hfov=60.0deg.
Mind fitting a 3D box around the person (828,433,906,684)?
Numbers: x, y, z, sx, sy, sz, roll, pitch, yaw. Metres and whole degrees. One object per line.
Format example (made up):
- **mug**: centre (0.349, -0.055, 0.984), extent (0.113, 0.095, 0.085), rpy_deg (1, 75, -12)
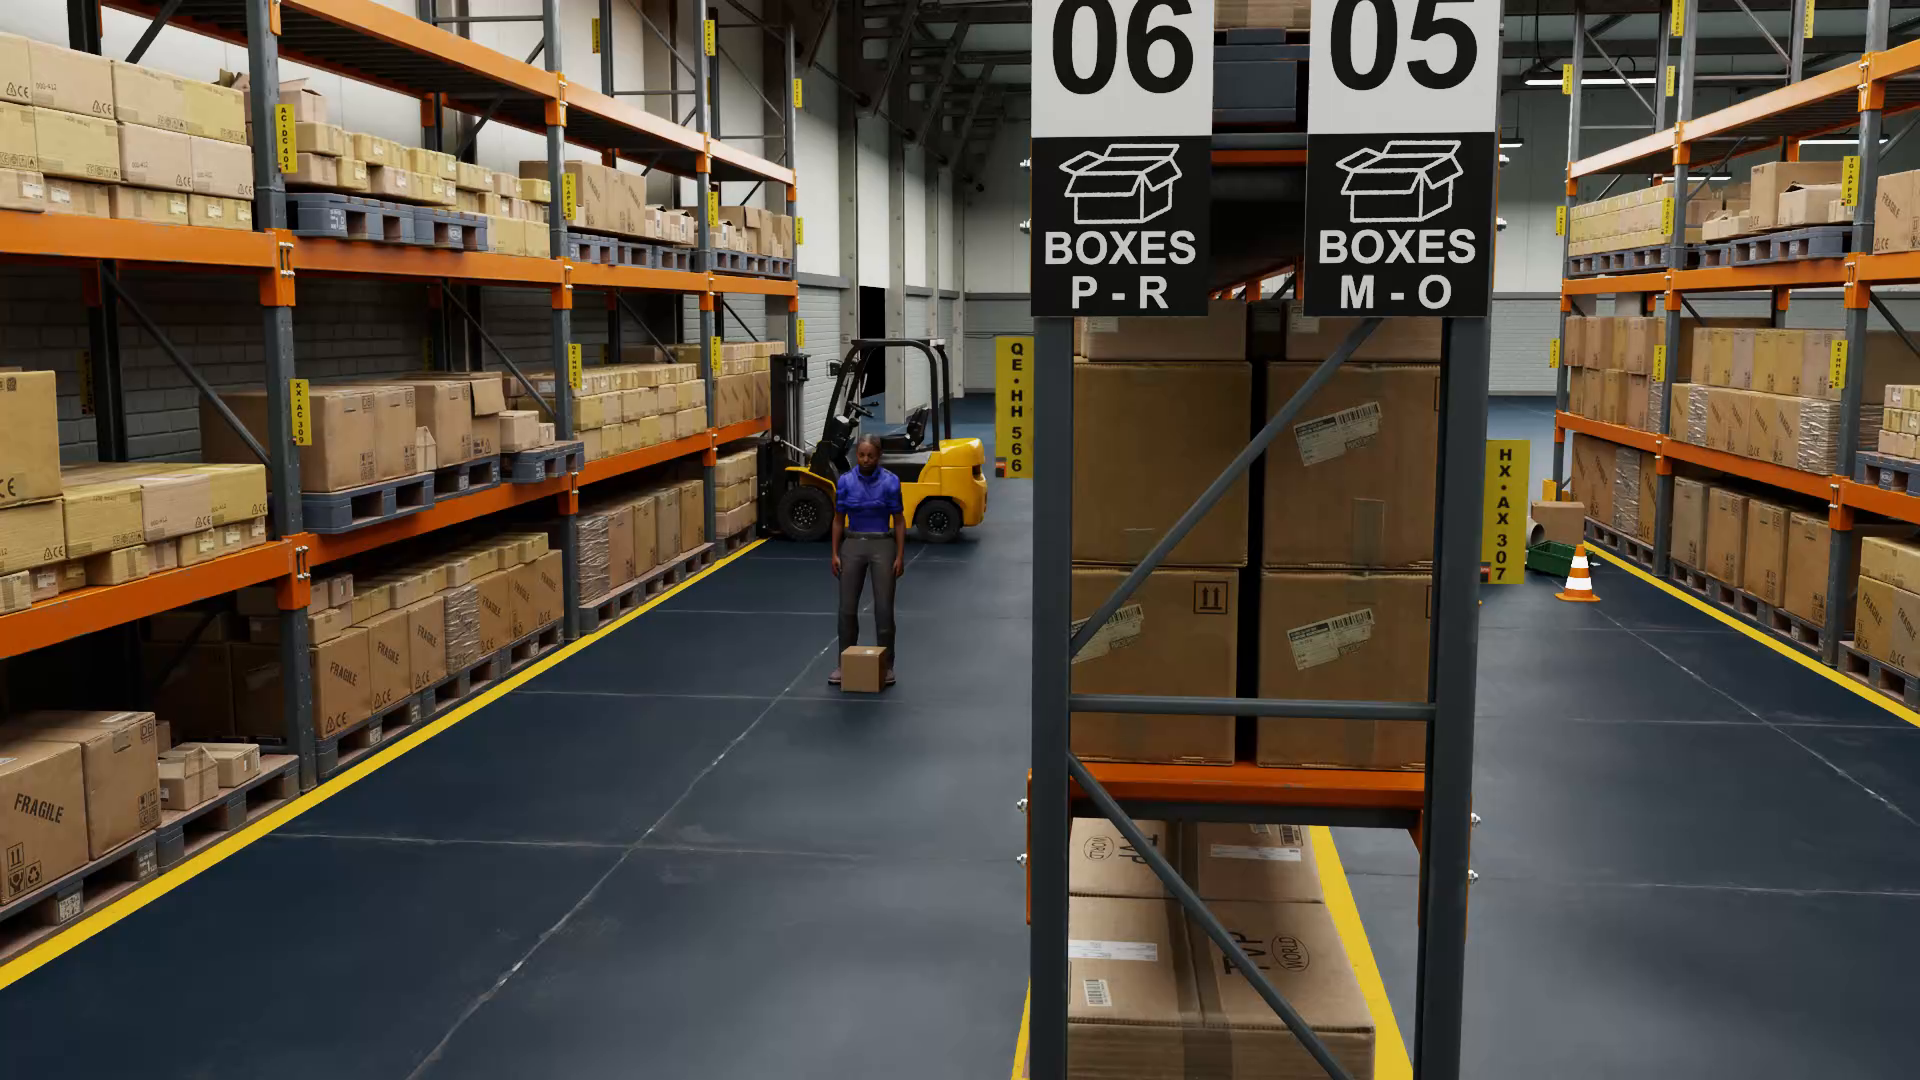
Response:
- **person**: centre (-0.611, 0.114, 10.973), extent (0.507, 1.655, 0.347), rpy_deg (1, 8, 6)
